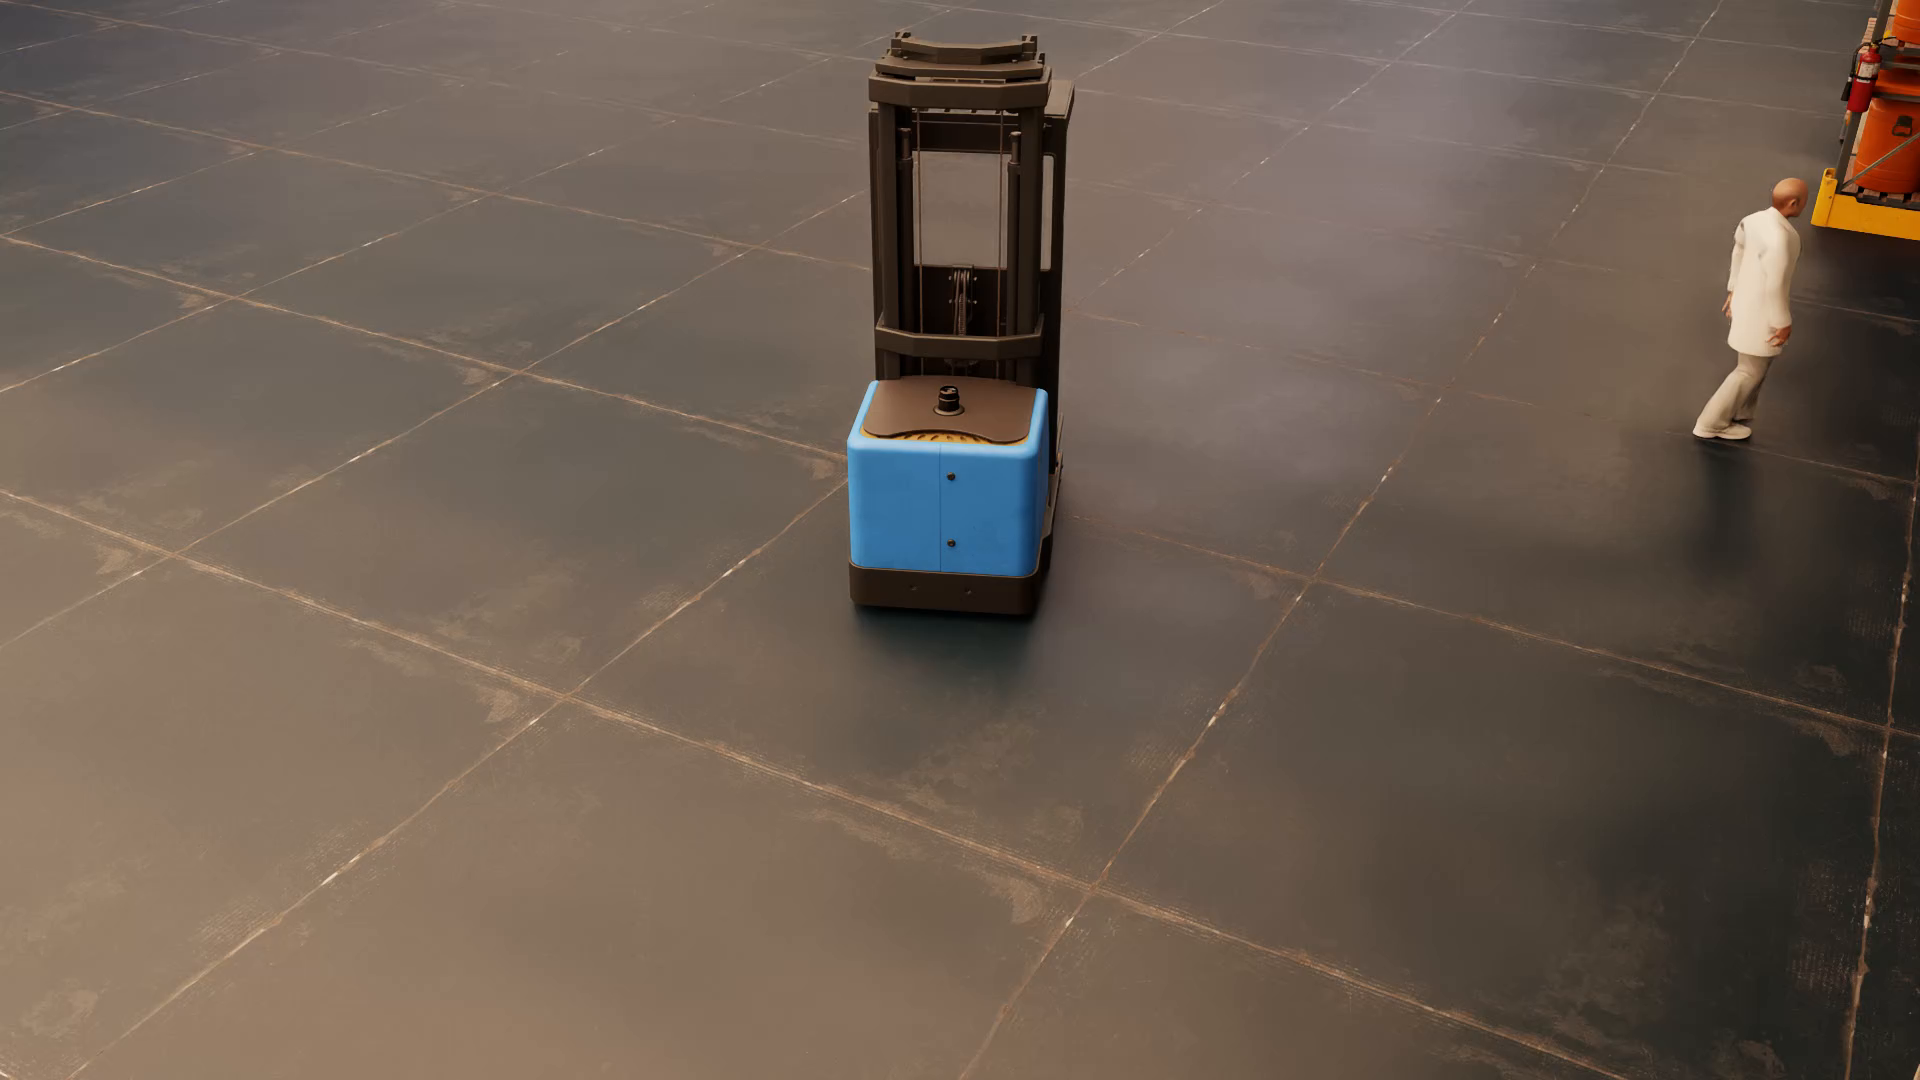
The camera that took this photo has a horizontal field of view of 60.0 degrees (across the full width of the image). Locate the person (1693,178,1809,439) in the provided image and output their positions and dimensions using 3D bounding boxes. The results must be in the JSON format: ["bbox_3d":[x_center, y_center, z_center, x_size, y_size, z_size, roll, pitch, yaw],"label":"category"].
[{"bbox_3d":[5.234,-1.474,10.873,0.558,1.829,0.700,2,30,4],"label":"person"}]

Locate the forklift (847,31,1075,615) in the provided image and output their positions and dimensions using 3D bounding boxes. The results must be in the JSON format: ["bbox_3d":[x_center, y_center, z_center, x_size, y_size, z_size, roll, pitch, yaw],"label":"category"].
[{"bbox_3d":[0.072,-1.572,9.794,1.130,2.935,3.031,3,30,6],"label":"forklift"}]
